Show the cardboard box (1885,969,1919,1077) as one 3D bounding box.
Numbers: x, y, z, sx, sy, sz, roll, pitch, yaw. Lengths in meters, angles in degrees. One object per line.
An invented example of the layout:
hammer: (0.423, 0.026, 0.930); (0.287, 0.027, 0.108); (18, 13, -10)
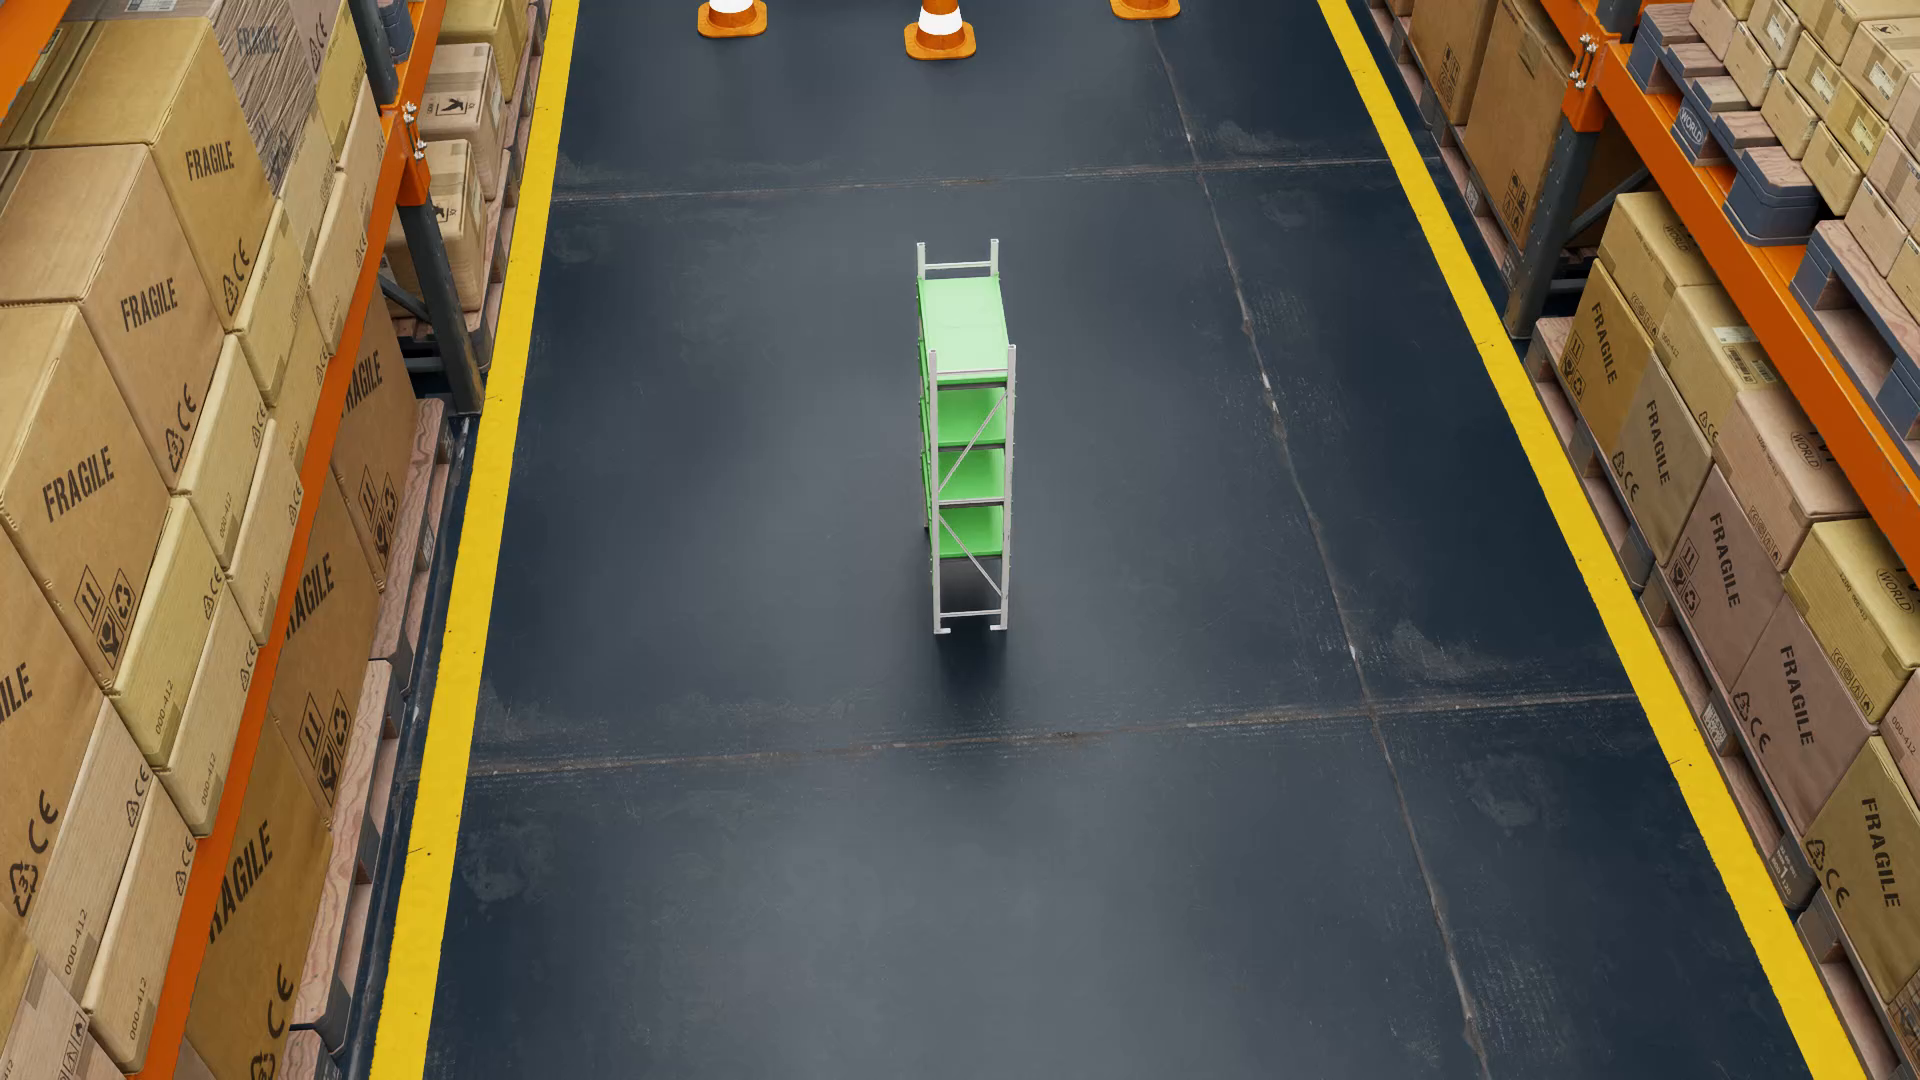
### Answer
cardboard box: (2.664, 1.208, 3.972); (0.500, 0.500, 0.500); (-4, 47, -4)

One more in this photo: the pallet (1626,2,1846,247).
pallet: (2.808, -1.306, 5.053); (1.213, 0.211, 1.003); (-3, 47, -3)

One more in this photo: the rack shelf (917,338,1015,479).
rack shelf: (0.014, -0.414, 5.073); (0.258, 0.148, 0.480); (-3, 47, -3)

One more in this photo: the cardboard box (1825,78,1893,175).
cardboard box: (2.555, -1.108, 4.412); (0.380, 0.149, 0.250); (-3, 47, -3)

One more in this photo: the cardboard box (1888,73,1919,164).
cardboard box: (2.575, -1.038, 4.141); (0.380, 0.149, 0.250); (-2, 47, -1)

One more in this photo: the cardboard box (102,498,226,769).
cardboard box: (-1.790, 0.189, 3.264); (0.500, 0.250, 0.500); (-3, 47, -3)

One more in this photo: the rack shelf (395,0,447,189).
rack shelf: (-2.449, -2.706, 6.743); (1.077, 0.370, 4.000); (-3, 47, -3)

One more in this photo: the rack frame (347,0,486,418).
rack frame: (-2.282, -1.507, 5.111); (1.000, 3.000, 0.127); (-3, 47, -3)

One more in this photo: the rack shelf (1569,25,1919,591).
rack shelf: (2.810, -0.186, 4.356); (1.077, 0.370, 4.000); (-3, 47, -3)

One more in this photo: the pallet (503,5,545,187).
pallet: (-2.445, -1.994, 7.493); (1.003, 0.211, 1.213); (-3, 47, -3)

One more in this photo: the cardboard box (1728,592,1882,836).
cardboard box: (2.583, 0.466, 4.675); (0.500, 0.500, 0.500); (-4, 47, -4)

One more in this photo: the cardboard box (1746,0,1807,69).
cardboard box: (2.508, -1.483, 4.767); (0.380, 0.149, 0.250); (-1, 47, -1)

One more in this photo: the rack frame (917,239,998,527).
rack frame: (-0.007, -0.469, 5.368); (0.240, 1.200, 0.015); (-3, 47, -3)

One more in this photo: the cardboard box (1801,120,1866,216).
cardboard box: (2.548, -1.018, 4.532); (0.380, 0.149, 0.250); (-2, 47, -1)

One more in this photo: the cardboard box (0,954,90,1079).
cardboard box: (-1.703, 0.932, 2.561); (0.500, 0.250, 0.500); (-5, 47, -4)

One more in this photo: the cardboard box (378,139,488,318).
cardboard box: (-2.319, -1.157, 6.300); (0.950, 0.372, 0.625); (-6, 47, -6)

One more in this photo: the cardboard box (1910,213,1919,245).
cardboard box: (2.592, -0.747, 4.071); (0.380, 0.149, 0.250); (-4, 47, -4)

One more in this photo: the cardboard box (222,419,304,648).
cardboard box: (-1.825, -0.004, 3.791); (0.500, 0.250, 0.500); (-4, 47, -4)

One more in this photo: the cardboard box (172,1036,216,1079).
cardboard box: (-2.079, 1.530, 3.409); (0.875, 0.875, 0.875); (-2, 47, -2)

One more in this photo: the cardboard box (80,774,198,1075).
cardboard box: (-1.765, 0.730, 3.096); (0.500, 0.250, 0.500); (-5, 47, -4)

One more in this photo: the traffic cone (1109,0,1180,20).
traffic cone: (0.915, -2.840, 8.121); (0.336, 0.463, 0.334); (-3, 47, -3)

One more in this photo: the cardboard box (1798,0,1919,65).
cardboard box: (2.529, -1.425, 4.508); (0.380, 0.149, 0.250); (-4, 47, -4)

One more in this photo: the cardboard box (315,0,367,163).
cardboard box: (-1.988, -1.292, 4.667); (0.500, 0.250, 0.500); (-4, 47, -3)

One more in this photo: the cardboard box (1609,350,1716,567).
cardboard box: (2.493, -0.275, 5.377); (0.500, 0.500, 0.500); (-3, 47, -3)

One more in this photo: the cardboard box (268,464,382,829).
cardboard box: (-2.236, 0.230, 4.640); (0.875, 0.875, 0.875); (-3, 47, -3)

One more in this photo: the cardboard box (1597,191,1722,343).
cardboard box: (2.459, -0.910, 5.462); (0.500, 0.250, 0.500); (-5, 47, -5)

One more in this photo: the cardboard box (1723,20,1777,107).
cardboard box: (2.501, -1.409, 4.902); (0.380, 0.149, 0.250); (-1, 47, -1)

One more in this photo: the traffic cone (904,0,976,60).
traffic cone: (-0.097, -2.567, 7.863); (0.336, 0.463, 0.334); (-3, 47, -3)

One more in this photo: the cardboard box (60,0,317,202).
cardboard box: (-1.927, -1.156, 4.021); (0.500, 0.500, 0.500); (-3, 47, -3)

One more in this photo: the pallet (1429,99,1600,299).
pallet: (2.652, -1.497, 7.022); (1.003, 0.211, 1.213); (-3, 47, -3)

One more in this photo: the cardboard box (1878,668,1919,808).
cardboard box: (2.633, 0.574, 4.056); (0.500, 0.250, 0.500); (-1, 47, -1)

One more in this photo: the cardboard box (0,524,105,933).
cardboard box: (-1.767, 0.307, 2.636); (0.500, 0.500, 0.500); (-4, 47, -4)

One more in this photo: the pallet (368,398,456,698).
pallet: (-2.291, 0.027, 5.579); (1.003, 0.211, 1.213); (-3, 47, -3)

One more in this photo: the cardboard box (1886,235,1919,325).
cardboard box: (2.592, -0.644, 4.177); (0.380, 0.149, 0.250); (-3, 47, -3)

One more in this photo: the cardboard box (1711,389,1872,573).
cardboard box: (2.530, -0.184, 4.774); (0.500, 0.250, 0.500); (-3, 47, -3)

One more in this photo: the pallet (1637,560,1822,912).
pallet: (2.805, 0.524, 5.108); (1.003, 0.211, 1.213); (-3, 47, -3)

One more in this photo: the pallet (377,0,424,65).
pallet: (-2.448, -1.950, 5.663); (1.213, 0.211, 1.003); (-3, 47, -3)

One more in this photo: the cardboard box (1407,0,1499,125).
cardboard box: (2.605, -2.330, 7.151); (1.050, 0.750, 0.750); (-3, 47, -3)

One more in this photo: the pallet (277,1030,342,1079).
pallet: (-2.087, 1.793, 3.907); (1.003, 0.211, 1.213); (-3, 47, -3)

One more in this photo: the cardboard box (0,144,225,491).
cardboard box: (-1.857, -0.430, 3.334); (0.500, 0.500, 0.500); (-4, 47, -4)

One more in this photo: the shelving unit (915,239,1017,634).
shelving unit: (0.014, -0.293, 5.201); (0.258, 1.200, 0.503); (-3, 47, -3)

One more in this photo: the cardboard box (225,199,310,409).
cardboard box: (-1.878, -0.552, 3.966); (0.500, 0.250, 0.500); (-5, 47, -4)

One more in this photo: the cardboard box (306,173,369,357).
cardboard box: (-1.922, -0.736, 4.485); (0.500, 0.250, 0.500); (-3, 47, -3)

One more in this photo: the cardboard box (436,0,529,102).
cardboard box: (-2.447, -2.239, 7.325); (0.950, 0.372, 0.625); (-2, 47, -2)

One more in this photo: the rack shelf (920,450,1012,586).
rack shelf: (0.014, -0.084, 5.422); (0.258, 0.148, 0.480); (-3, 47, -3)
